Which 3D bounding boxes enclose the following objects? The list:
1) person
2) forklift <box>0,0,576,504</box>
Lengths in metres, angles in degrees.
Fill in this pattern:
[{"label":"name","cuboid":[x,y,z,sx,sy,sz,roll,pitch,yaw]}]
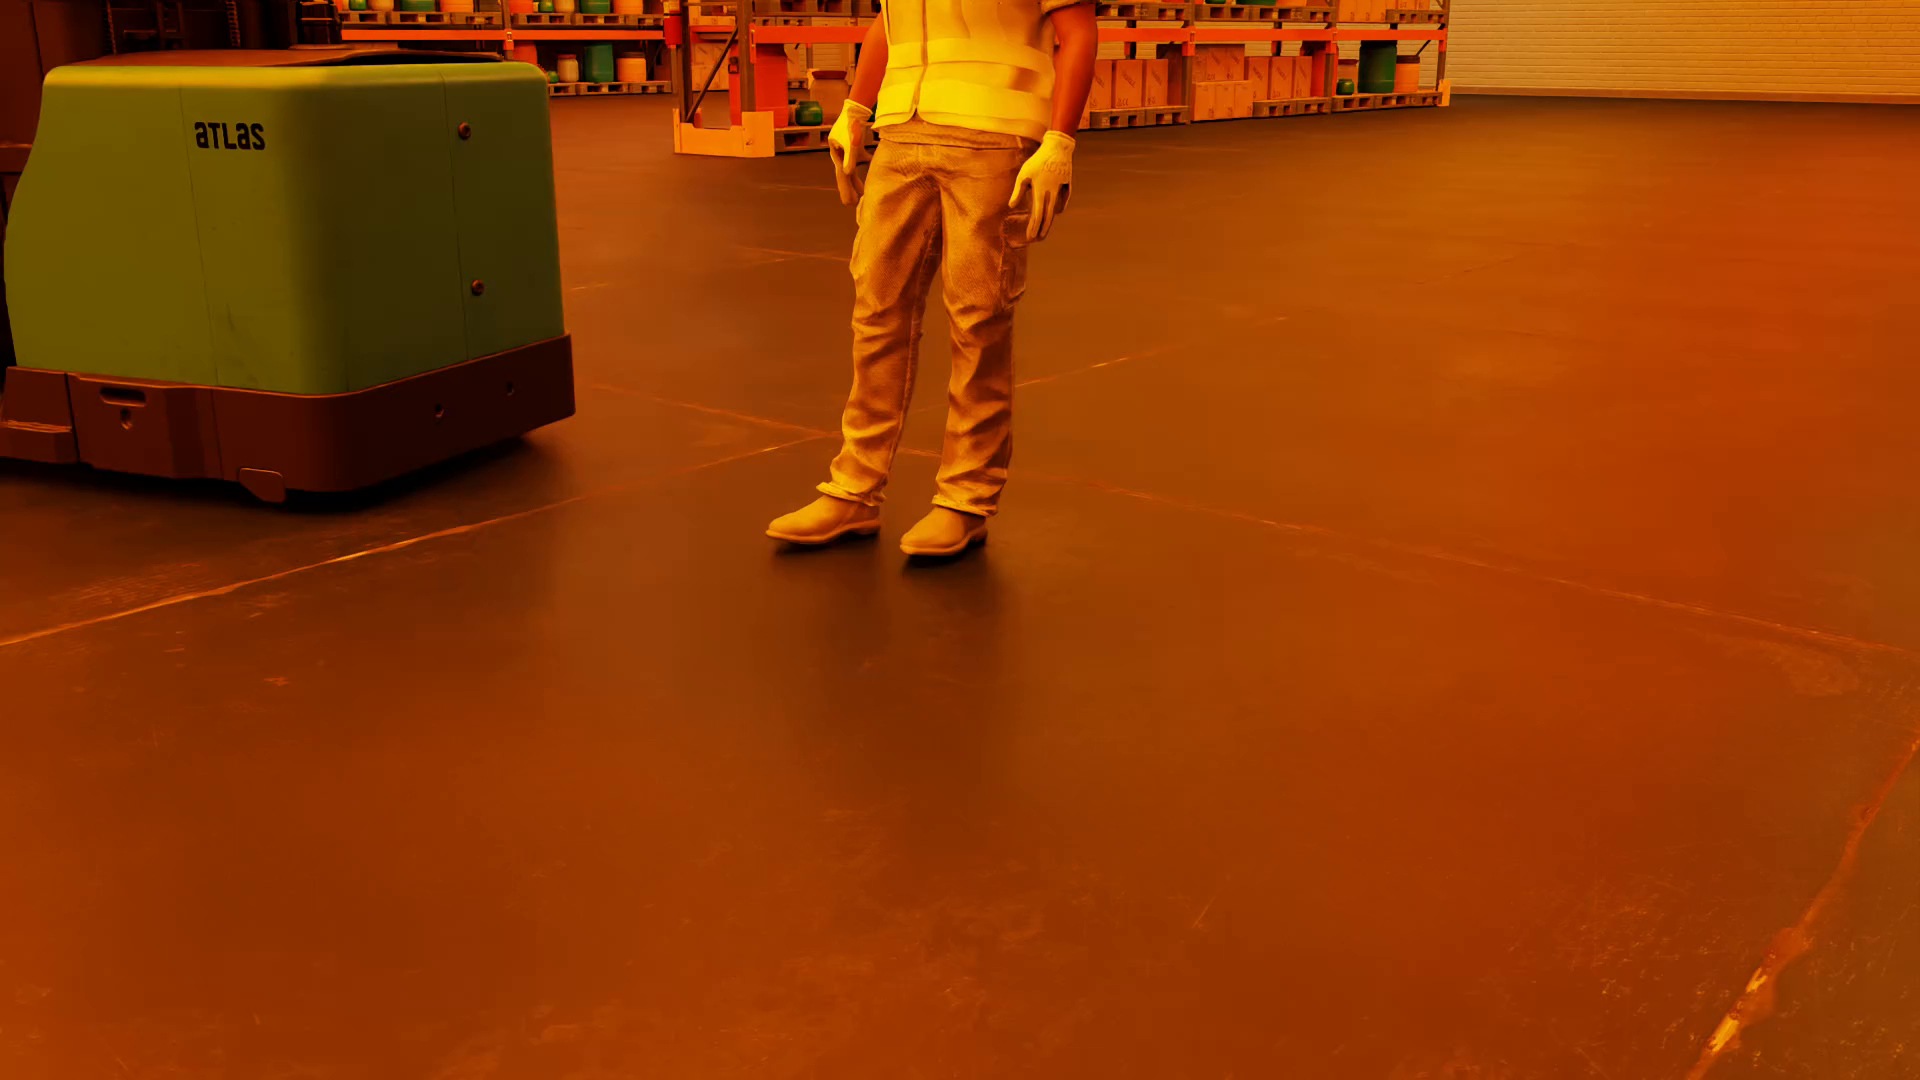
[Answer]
[{"label":"person","cuboid":[-0.052,-0.845,3.632,0.656,1.784,0.575,13,21,37]},{"label":"forklift","cuboid":[-2.708,-1.748,4.653,3.031,2.935,1.130,7,18,21]}]
